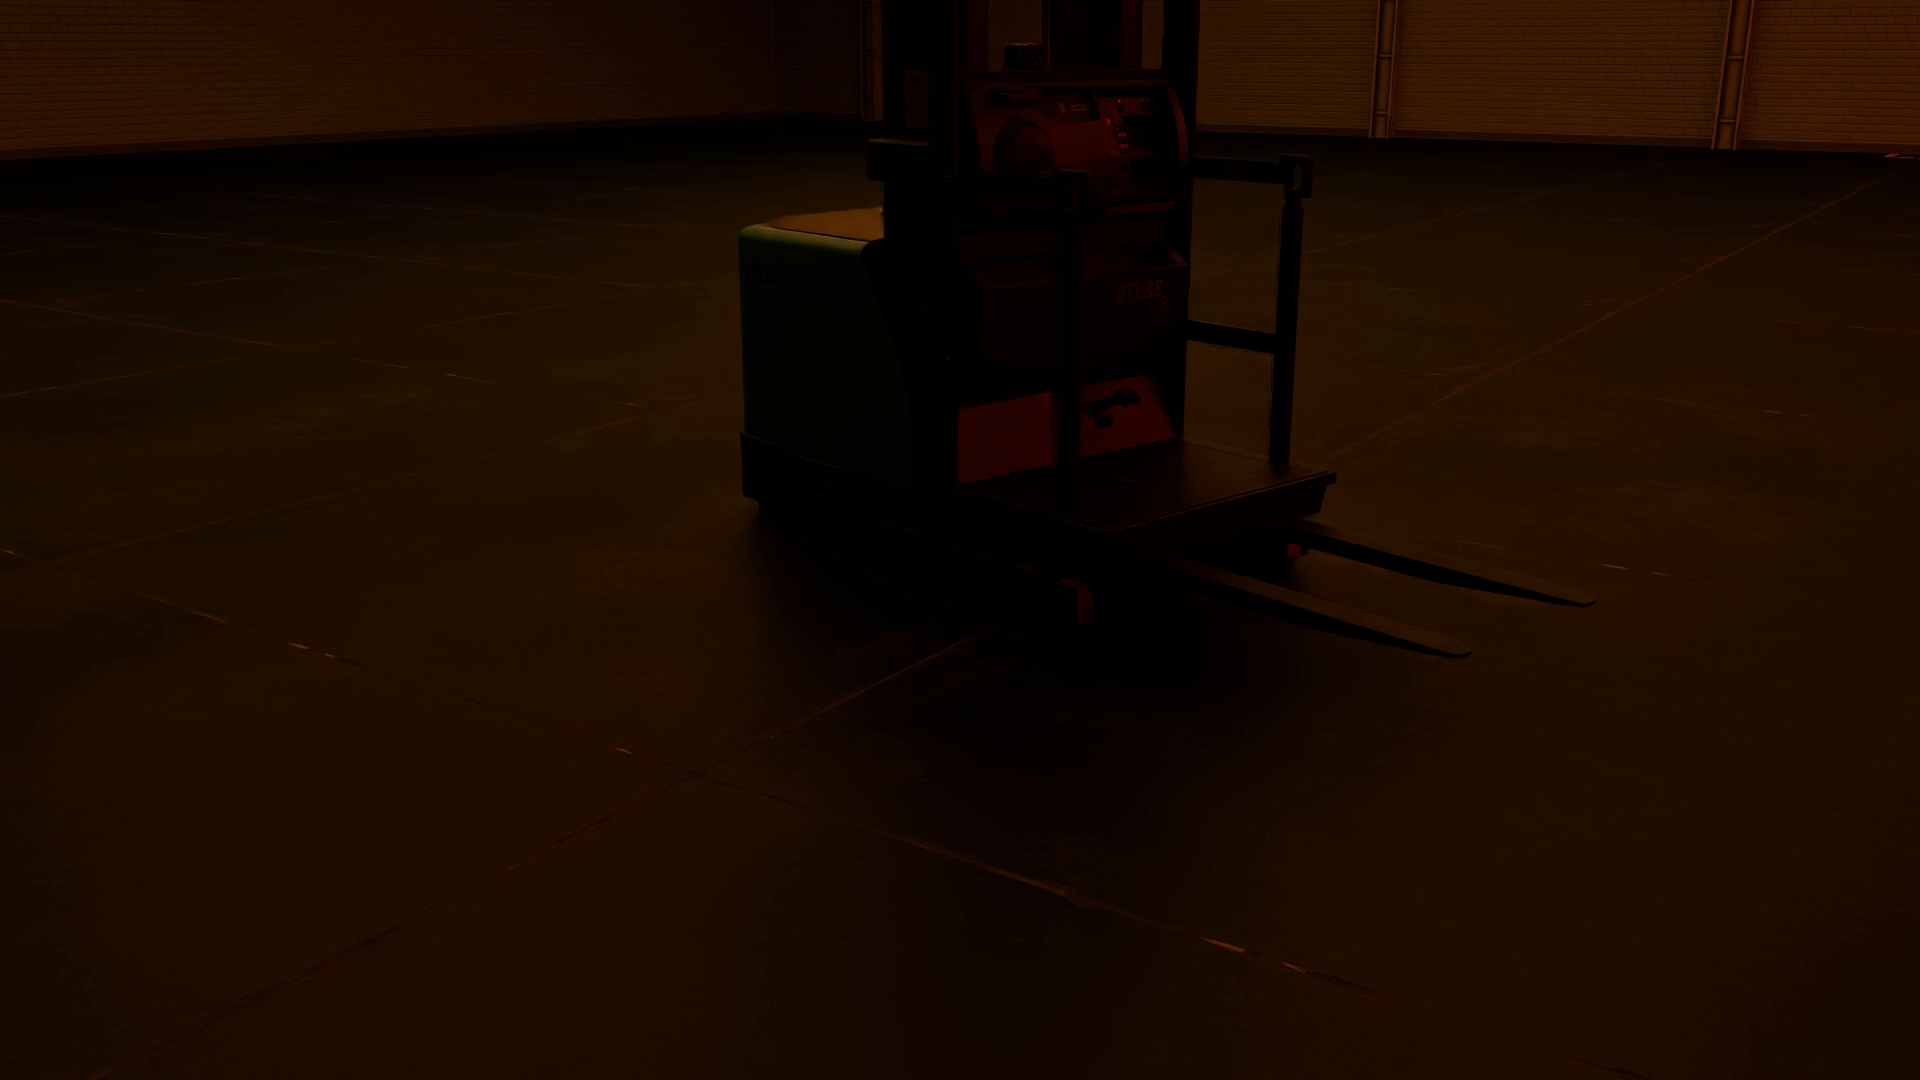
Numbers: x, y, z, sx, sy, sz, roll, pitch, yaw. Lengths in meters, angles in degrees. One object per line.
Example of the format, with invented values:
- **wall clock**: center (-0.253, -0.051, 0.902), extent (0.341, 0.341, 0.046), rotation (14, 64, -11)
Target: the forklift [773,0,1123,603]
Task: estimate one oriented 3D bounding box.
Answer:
- **forklift**: center (0.003, -1.582, 6.122), extent (1.130, 2.935, 3.031), rotation (1, 17, 2)
